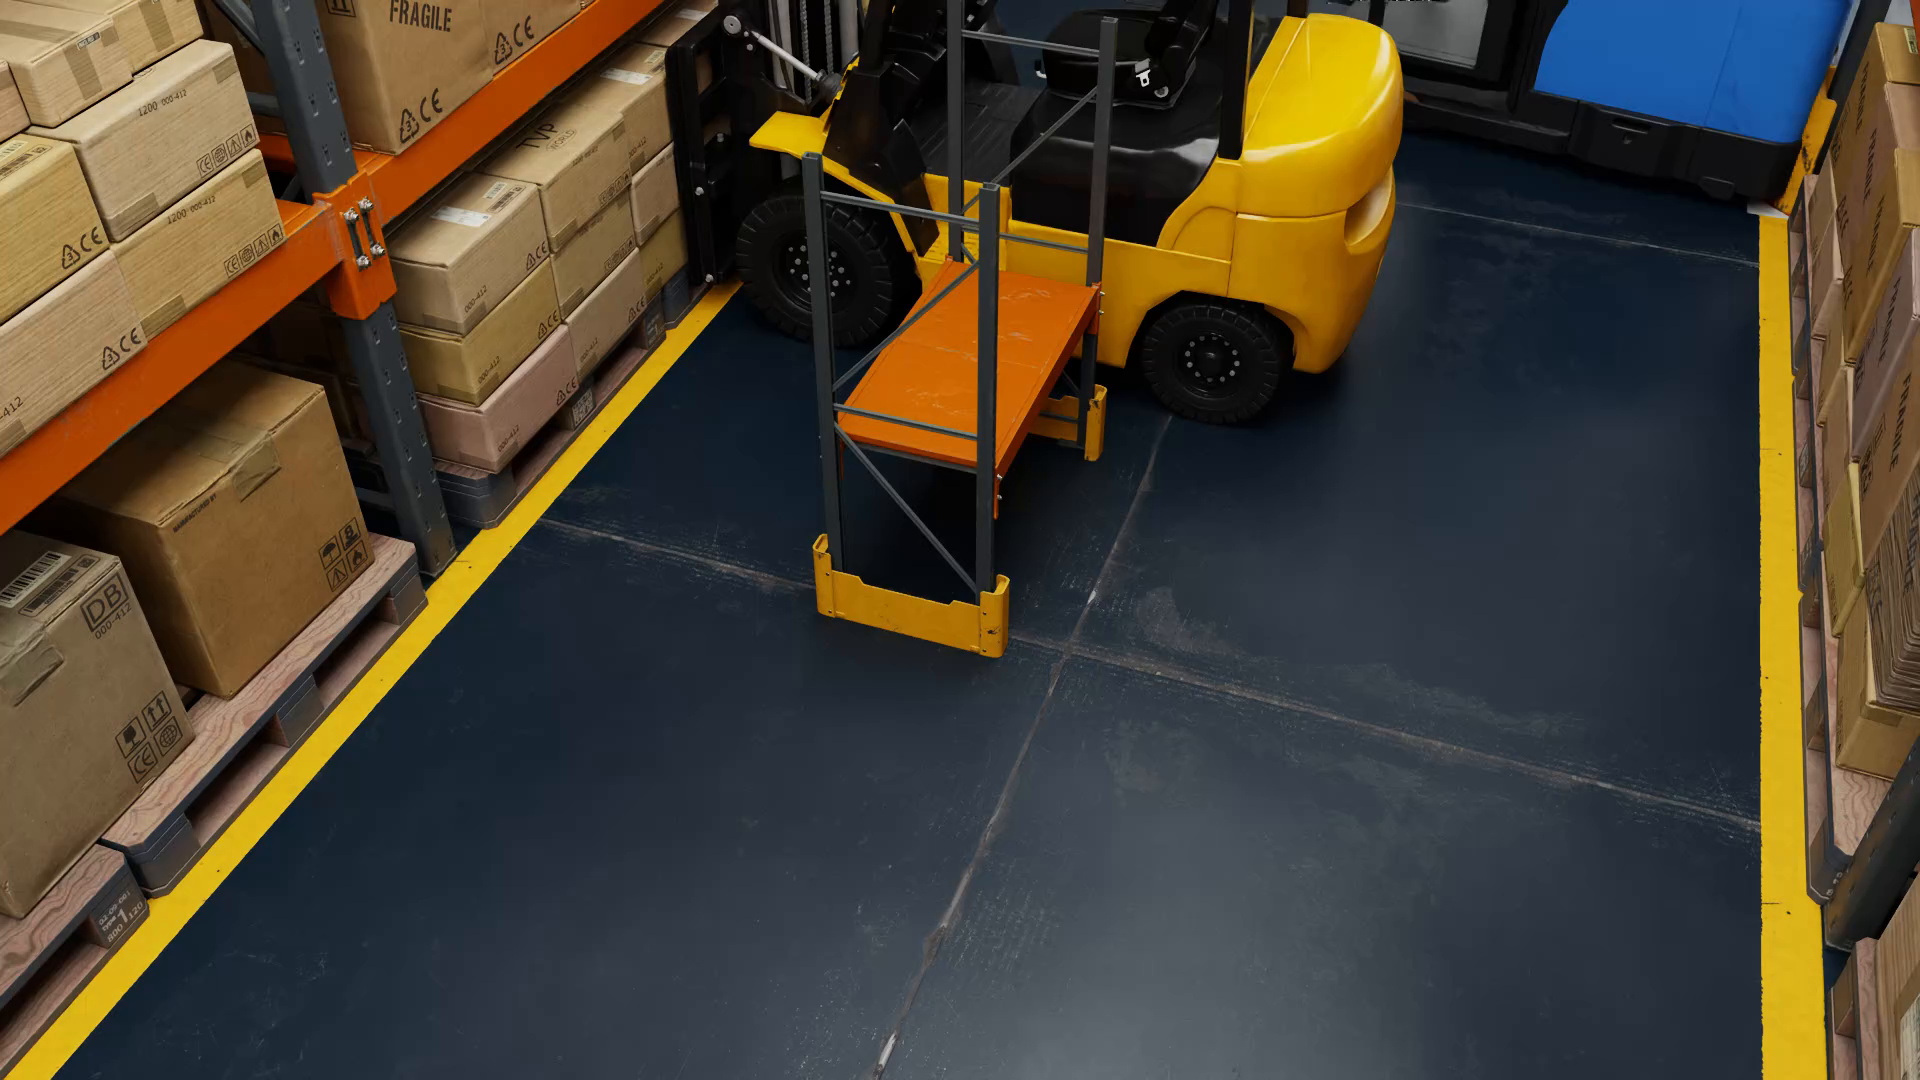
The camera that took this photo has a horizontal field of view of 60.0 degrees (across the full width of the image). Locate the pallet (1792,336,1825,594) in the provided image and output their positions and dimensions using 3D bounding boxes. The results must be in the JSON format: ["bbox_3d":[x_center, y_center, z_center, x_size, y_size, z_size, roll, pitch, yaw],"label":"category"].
[{"bbox_3d":[3.221,-0.170,5.287,1.003,0.211,1.213,13,42,15],"label":"pallet"}]

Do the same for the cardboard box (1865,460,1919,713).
[{"bbox_3d":[2.560,0.113,4.023,0.500,0.500,0.500,13,42,14],"label":"cardboard box"}]

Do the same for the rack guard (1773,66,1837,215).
[{"bbox_3d":[3.951,-1.510,6.634,1.175,0.500,0.348,13,42,15],"label":"rack guard"}]

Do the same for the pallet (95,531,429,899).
[{"bbox_3d":[-2.272,0.352,4.674,1.003,0.211,1.213,13,42,15],"label":"pallet"}]

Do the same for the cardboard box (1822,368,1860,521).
[{"bbox_3d":[2.910,-0.237,5.012,0.500,0.250,0.500,14,42,16],"label":"cardboard box"}]

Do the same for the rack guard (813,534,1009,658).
[{"bbox_3d":[-0.144,0.162,4.867,0.587,0.250,0.087,13,42,15],"label":"rack guard"}]

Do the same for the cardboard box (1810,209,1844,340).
[{"bbox_3d":[3.260,-0.880,5.766,0.500,0.250,0.500,15,43,17],"label":"cardboard box"}]

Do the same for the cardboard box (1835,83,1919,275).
[{"bbox_3d":[3.259,-1.141,5.493,0.500,0.500,0.500,12,42,13],"label":"cardboard box"}]

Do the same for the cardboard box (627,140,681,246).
[{"bbox_3d":[-1.248,-1.309,5.883,0.500,0.250,0.500,13,42,15],"label":"cardboard box"}]

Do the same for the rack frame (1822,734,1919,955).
[{"bbox_3d":[2.609,-0.067,3.018,1.000,3.000,0.127,13,42,15],"label":"rack frame"}]

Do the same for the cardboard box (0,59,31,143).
[{"bbox_3d":[-2.169,-0.895,3.411,0.380,0.149,0.250,13,42,15],"label":"cardboard box"}]

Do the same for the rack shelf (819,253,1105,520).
[{"bbox_3d":[0.029,-0.486,4.941,0.538,0.185,1.000,13,42,15],"label":"rack shelf"}]

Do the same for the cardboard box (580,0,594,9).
[{"bbox_3d":[-1.325,-2.048,5.262,0.500,0.500,0.500,13,42,15],"label":"cardboard box"}]

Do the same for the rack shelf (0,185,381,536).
[{"bbox_3d":[-2.740,0.327,3.110,1.077,0.370,4.000,13,42,15],"label":"rack shelf"}]

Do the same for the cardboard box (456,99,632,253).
[{"bbox_3d":[-1.412,-1.196,5.365,0.500,0.250,0.500,13,42,15],"label":"cardboard box"}]

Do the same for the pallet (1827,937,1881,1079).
[{"bbox_3d":[2.345,1.469,3.366,1.003,0.211,1.213,13,42,15],"label":"pallet"}]

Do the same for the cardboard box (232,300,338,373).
[{"bbox_3d":[-2.082,-0.813,5.301,0.500,0.250,0.500,12,42,14],"label":"cardboard box"}]

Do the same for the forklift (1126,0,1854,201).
[{"bbox_3d":[2.267,-3.204,6.747,3.031,2.935,1.130,20,44,22],"label":"forklift"}]

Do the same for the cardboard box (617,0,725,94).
[{"bbox_3d":[-1.066,-1.820,6.097,0.500,0.250,0.500,12,42,14],"label":"cardboard box"}]

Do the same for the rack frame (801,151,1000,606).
[{"bbox_3d":[-0.145,-0.313,4.461,0.500,1.500,0.032,13,42,15],"label":"rack frame"}]

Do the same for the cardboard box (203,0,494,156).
[{"bbox_3d":[-1.659,-1.417,4.523,0.500,0.500,0.500,12,42,14],"label":"cardboard box"}]

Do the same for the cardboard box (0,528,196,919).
[{"bbox_3d":[-2.497,0.369,4.012,0.875,0.625,0.625,13,42,15],"label":"cardboard box"}]

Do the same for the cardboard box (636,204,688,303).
[{"bbox_3d":[-1.260,-1.132,6.060,0.500,0.250,0.500,14,42,16],"label":"cardboard box"}]

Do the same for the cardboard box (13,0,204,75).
[{"bbox_3d":[-1.964,-1.194,3.761,0.380,0.149,0.250,15,43,17],"label":"cardboard box"}]

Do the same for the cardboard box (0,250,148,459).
[{"bbox_3d":[-2.150,-0.436,3.566,0.500,0.250,0.500,13,42,15],"label":"cardboard box"}]

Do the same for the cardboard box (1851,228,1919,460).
[{"bbox_3d":[2.905,-0.509,4.752,0.500,0.500,0.500,15,43,17],"label":"cardboard box"}]

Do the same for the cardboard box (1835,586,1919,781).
[{"bbox_3d":[2.559,0.399,4.266,0.500,0.250,0.500,15,43,17],"label":"cardboard box"}]

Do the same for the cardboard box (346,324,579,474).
[{"bbox_3d":[-1.580,-0.502,5.322,0.500,0.250,0.500,14,42,16],"label":"cardboard box"}]

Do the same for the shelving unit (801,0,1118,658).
[{"bbox_3d":[0.026,-0.617,4.818,0.587,1.500,1.083,13,42,15],"label":"shelving unit"}]

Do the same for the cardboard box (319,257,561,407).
[{"bbox_3d":[-1.601,-0.697,5.166,0.500,0.250,0.500,13,42,15],"label":"cardboard box"}]

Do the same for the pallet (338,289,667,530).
[{"bbox_3d":[-1.745,-0.582,5.769,1.003,0.211,1.213,13,42,15],"label":"pallet"}]

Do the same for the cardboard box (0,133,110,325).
[{"bbox_3d":[-2.153,-0.628,3.405,0.500,0.250,0.500,12,42,14],"label":"cardboard box"}]
